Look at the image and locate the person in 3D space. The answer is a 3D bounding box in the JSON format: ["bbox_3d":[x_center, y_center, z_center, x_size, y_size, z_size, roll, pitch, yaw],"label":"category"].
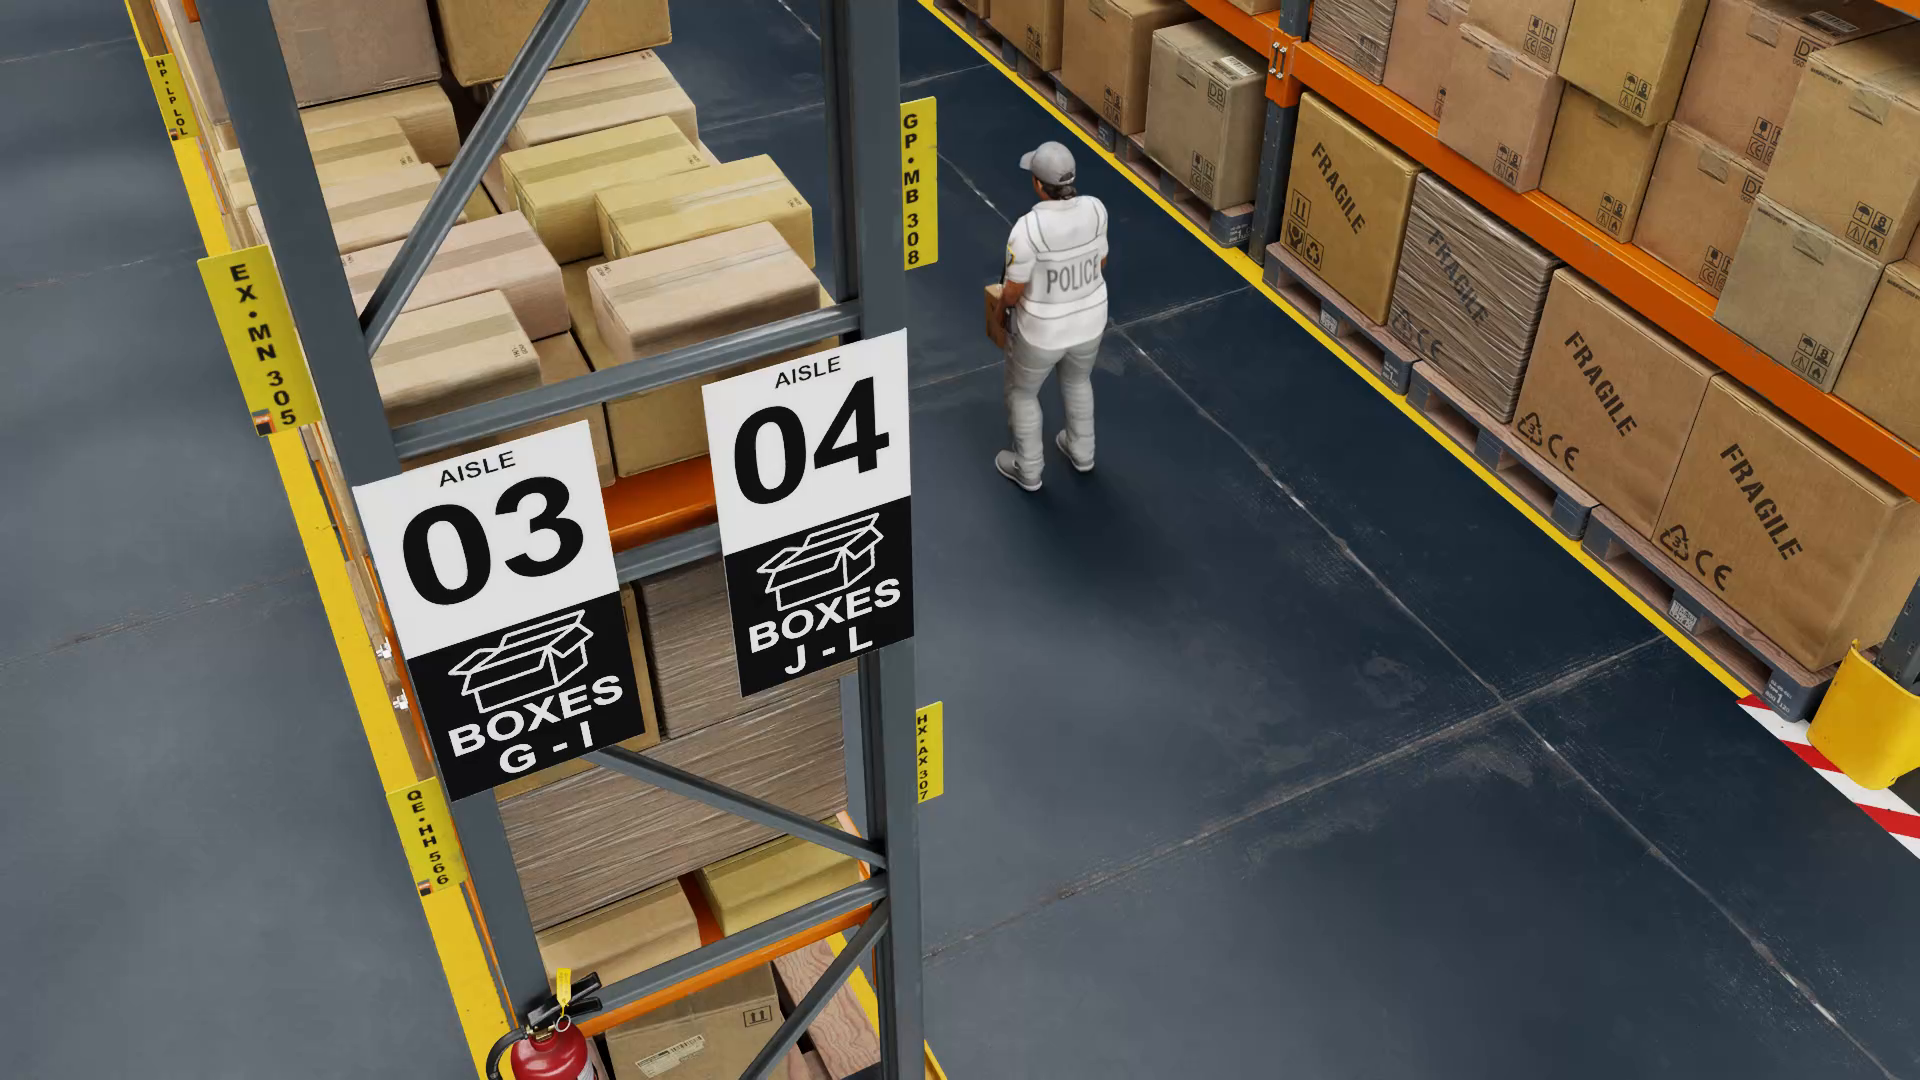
[{"bbox_3d":[0.404,-0.947,7.231,0.513,1.657,0.426,-20,45,-21],"label":"person"}]
